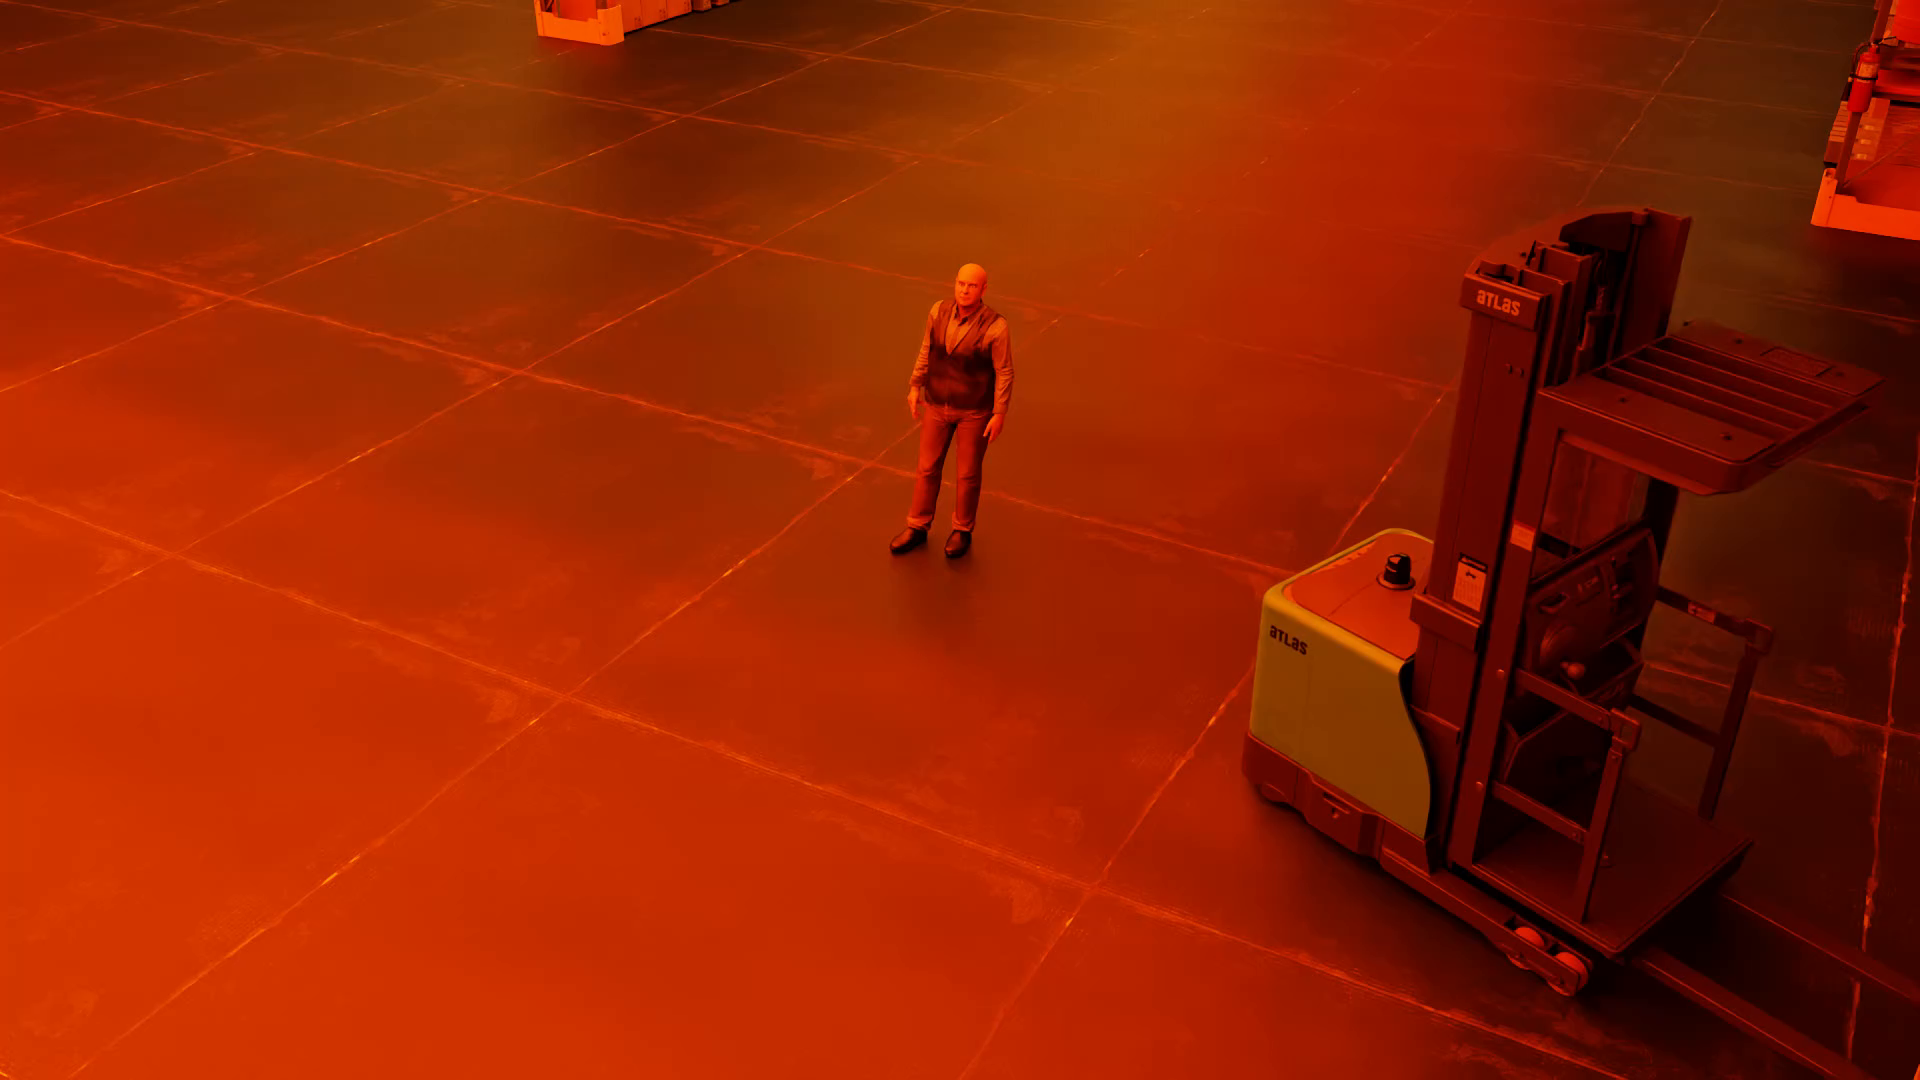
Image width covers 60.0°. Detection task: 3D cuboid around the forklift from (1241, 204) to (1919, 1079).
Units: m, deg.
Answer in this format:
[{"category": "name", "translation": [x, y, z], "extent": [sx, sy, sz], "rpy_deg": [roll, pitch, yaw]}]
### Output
[{"category": "forklift", "translation": [2.676, 0.300, 6.551], "extent": [1.130, 2.935, 3.031], "rpy_deg": [-23, 37, -34]}]

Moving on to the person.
[{"category": "person", "translation": [-0.037, -0.726, 9.524], "extent": [0.633, 1.722, 0.566], "rpy_deg": [15, 33, 25]}]
